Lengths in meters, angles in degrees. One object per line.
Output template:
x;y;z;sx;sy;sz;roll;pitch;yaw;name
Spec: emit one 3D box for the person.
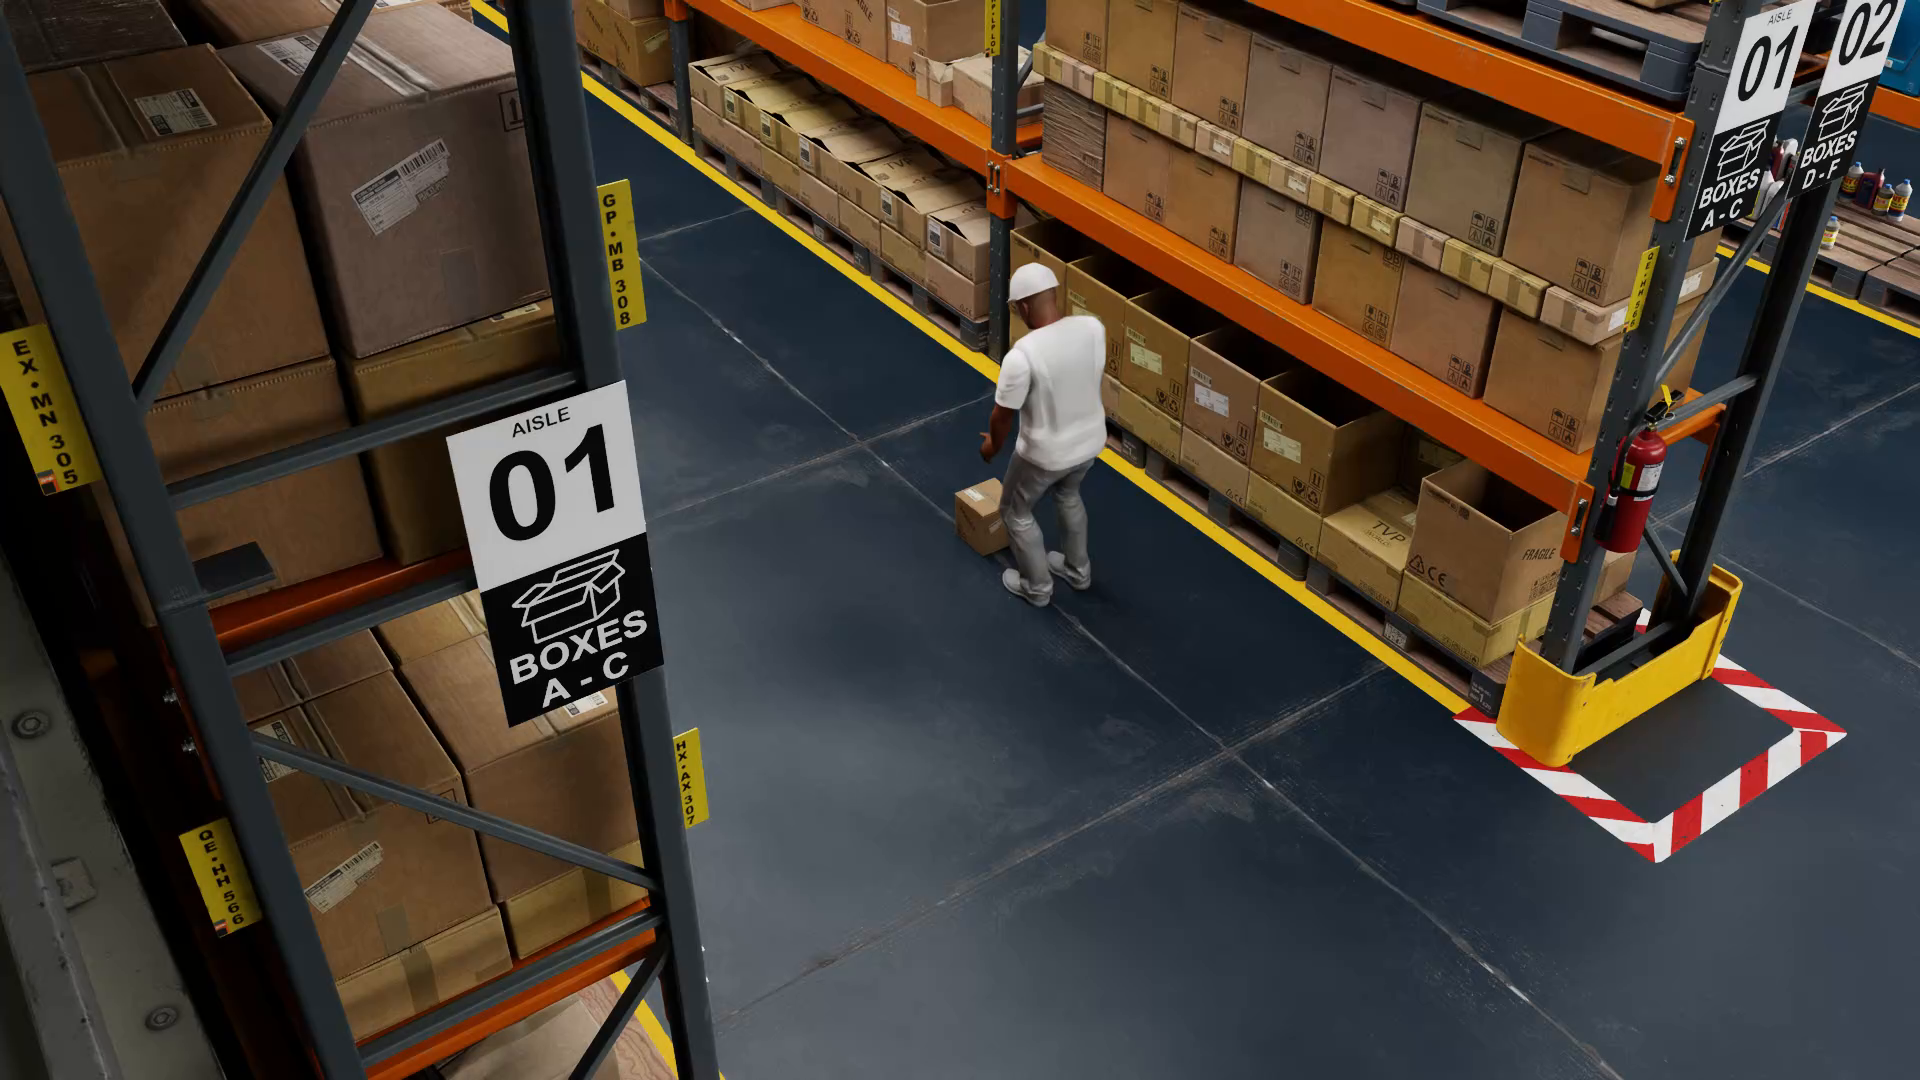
0.391;-0.464;7.680;0.599;1.696;0.491;-21;41;-27;person
